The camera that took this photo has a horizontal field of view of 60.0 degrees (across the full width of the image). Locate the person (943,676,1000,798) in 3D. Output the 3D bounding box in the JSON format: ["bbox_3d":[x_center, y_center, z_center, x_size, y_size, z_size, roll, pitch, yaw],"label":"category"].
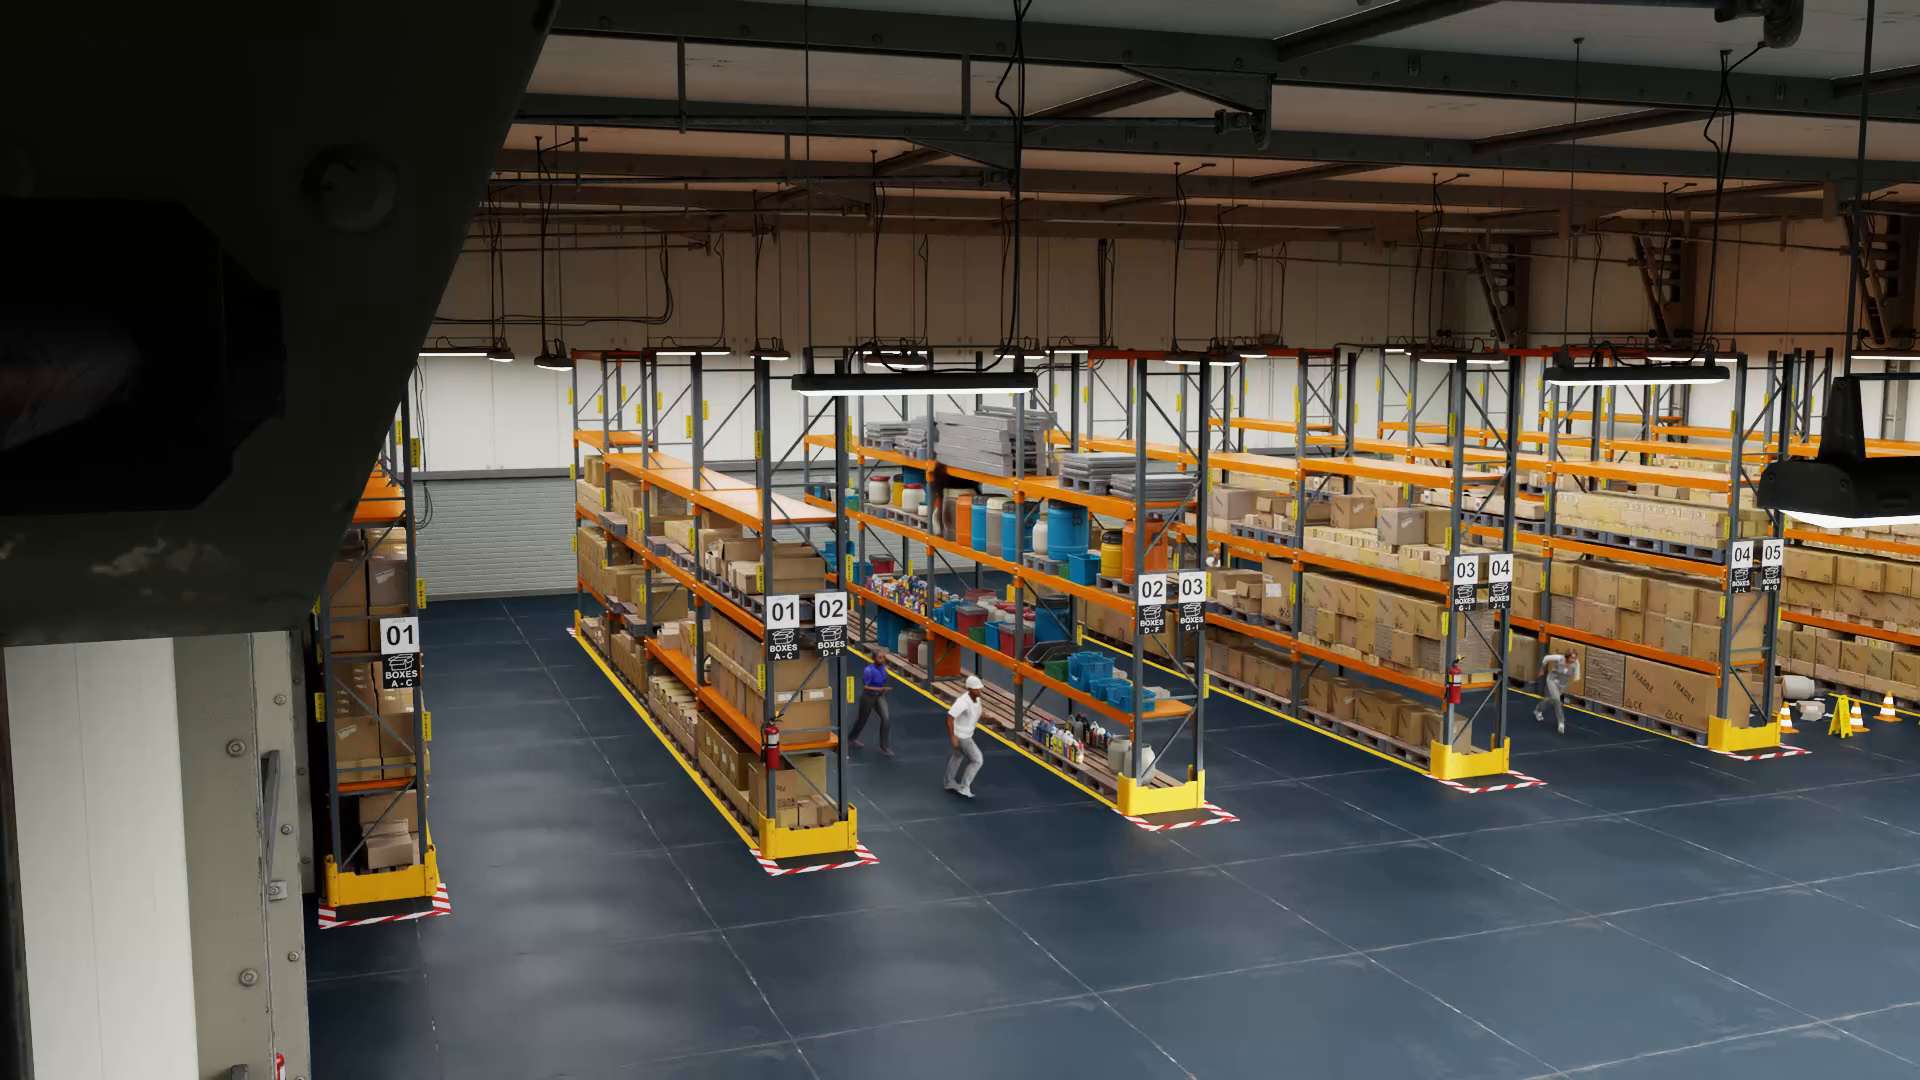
[{"bbox_3d":[0.129,2.693,22.820,0.818,1.724,0.690,1,7,9],"label":"person"}]

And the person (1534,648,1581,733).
[{"bbox_3d":[9.590,2.350,26.710,0.525,1.369,1.049,-1,7,-4],"label":"person"}]

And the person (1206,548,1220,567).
[{"bbox_3d":[5.431,1.001,36.029,0.855,1.681,0.776,1,7,6],"label":"person"}]

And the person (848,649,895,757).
[{"bbox_3d":[-1.323,2.427,25.080,0.574,1.620,0.955,-6,9,-41],"label":"person"}]
